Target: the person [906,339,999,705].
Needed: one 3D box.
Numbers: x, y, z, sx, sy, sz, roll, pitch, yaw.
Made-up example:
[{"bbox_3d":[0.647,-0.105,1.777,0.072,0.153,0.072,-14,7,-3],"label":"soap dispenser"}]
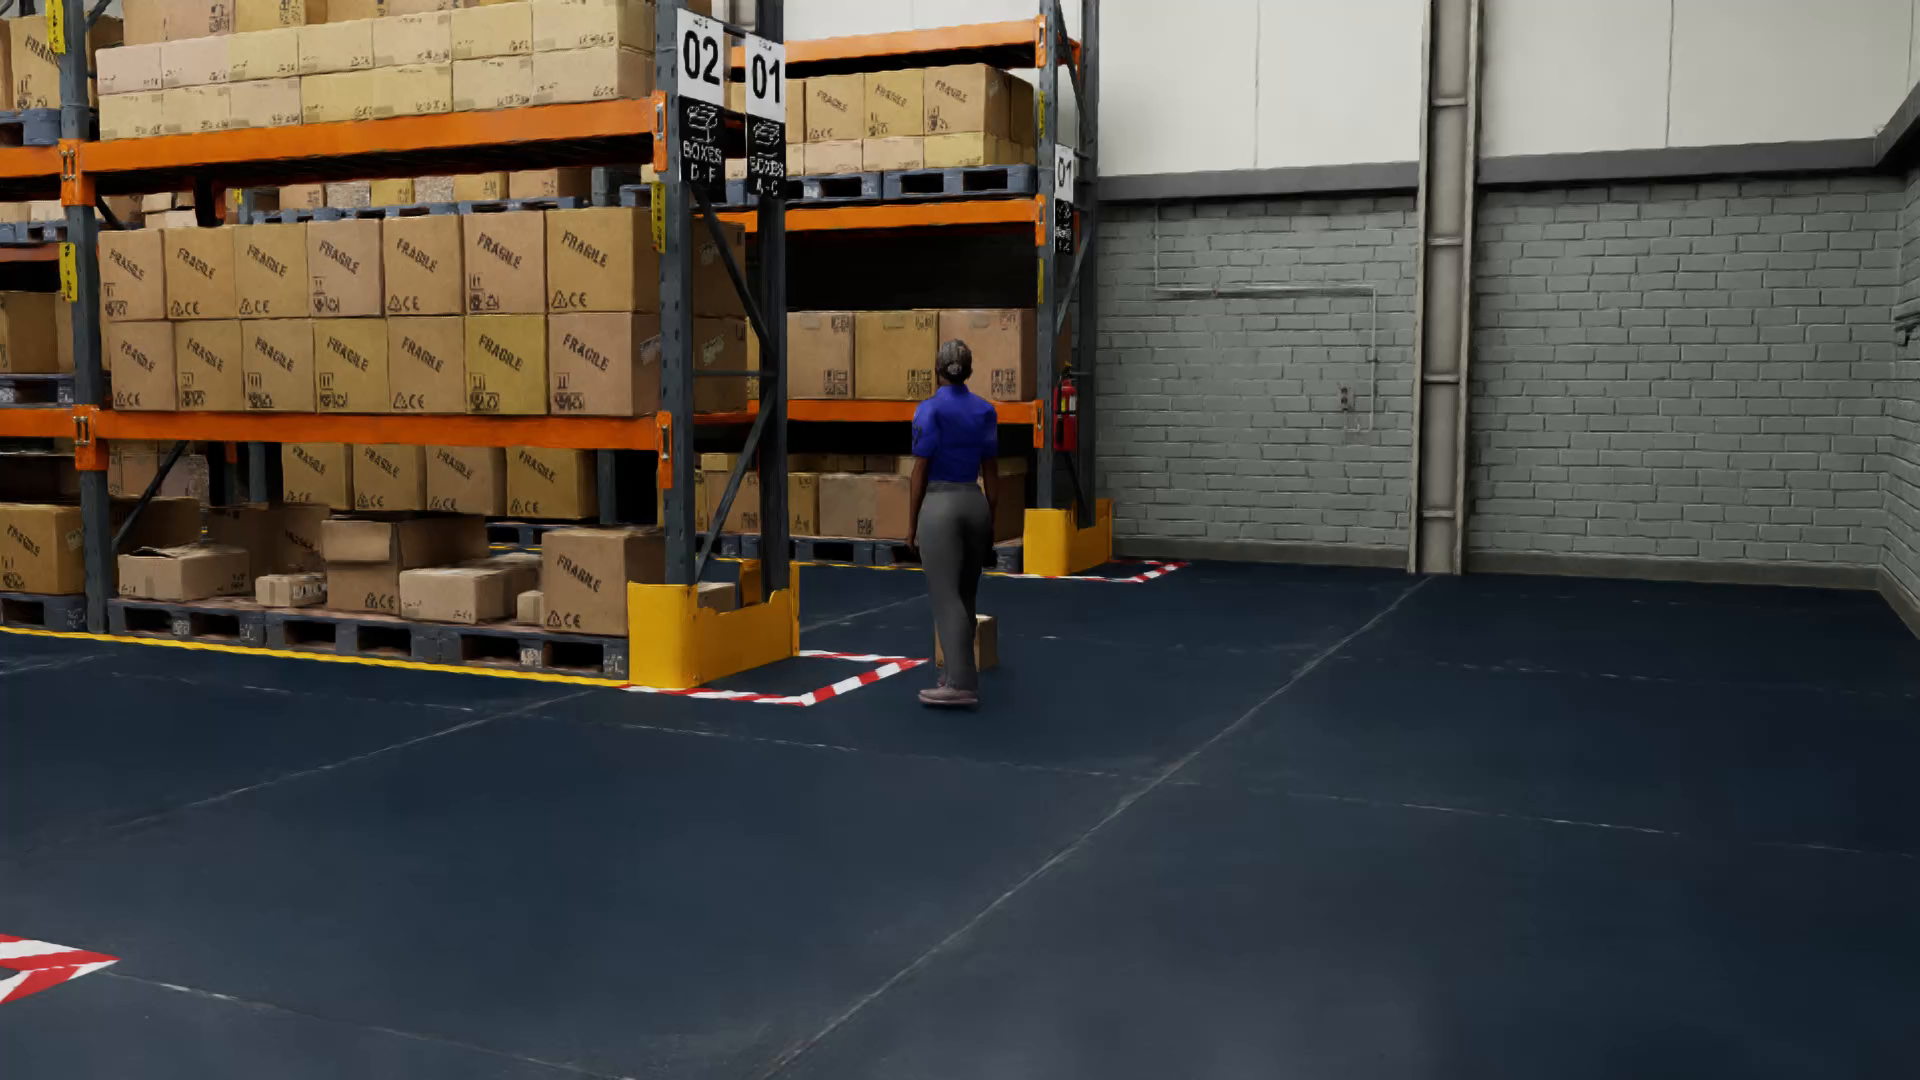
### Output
[{"bbox_3d":[-0.056,-0.089,7.627,0.456,1.653,0.571,-4,7,-38],"label":"person"}]
